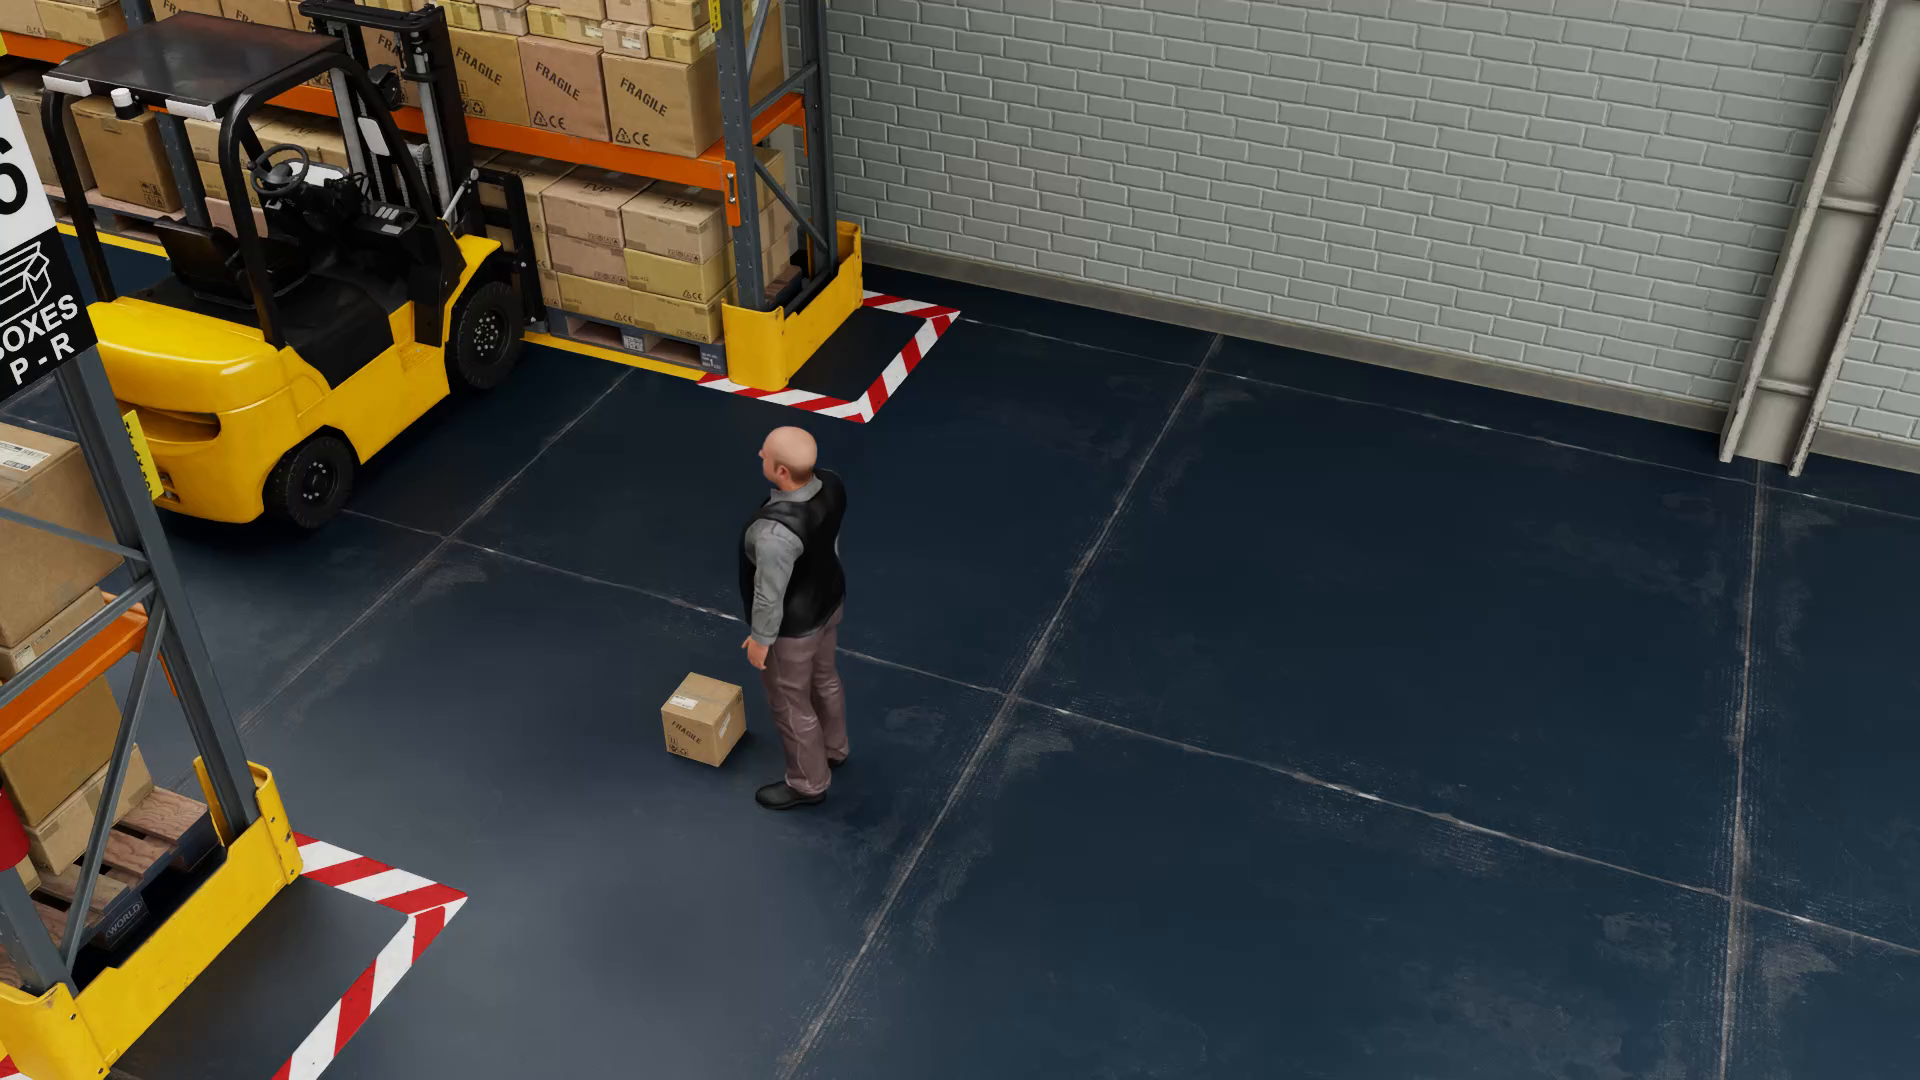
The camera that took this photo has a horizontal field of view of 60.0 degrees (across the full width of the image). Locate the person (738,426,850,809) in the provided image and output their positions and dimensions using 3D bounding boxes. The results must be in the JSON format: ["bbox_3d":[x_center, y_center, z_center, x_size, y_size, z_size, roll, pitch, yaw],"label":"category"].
[{"bbox_3d":[-0.645,0.298,6.457,0.355,1.743,0.539,15,40,19],"label":"person"}]
